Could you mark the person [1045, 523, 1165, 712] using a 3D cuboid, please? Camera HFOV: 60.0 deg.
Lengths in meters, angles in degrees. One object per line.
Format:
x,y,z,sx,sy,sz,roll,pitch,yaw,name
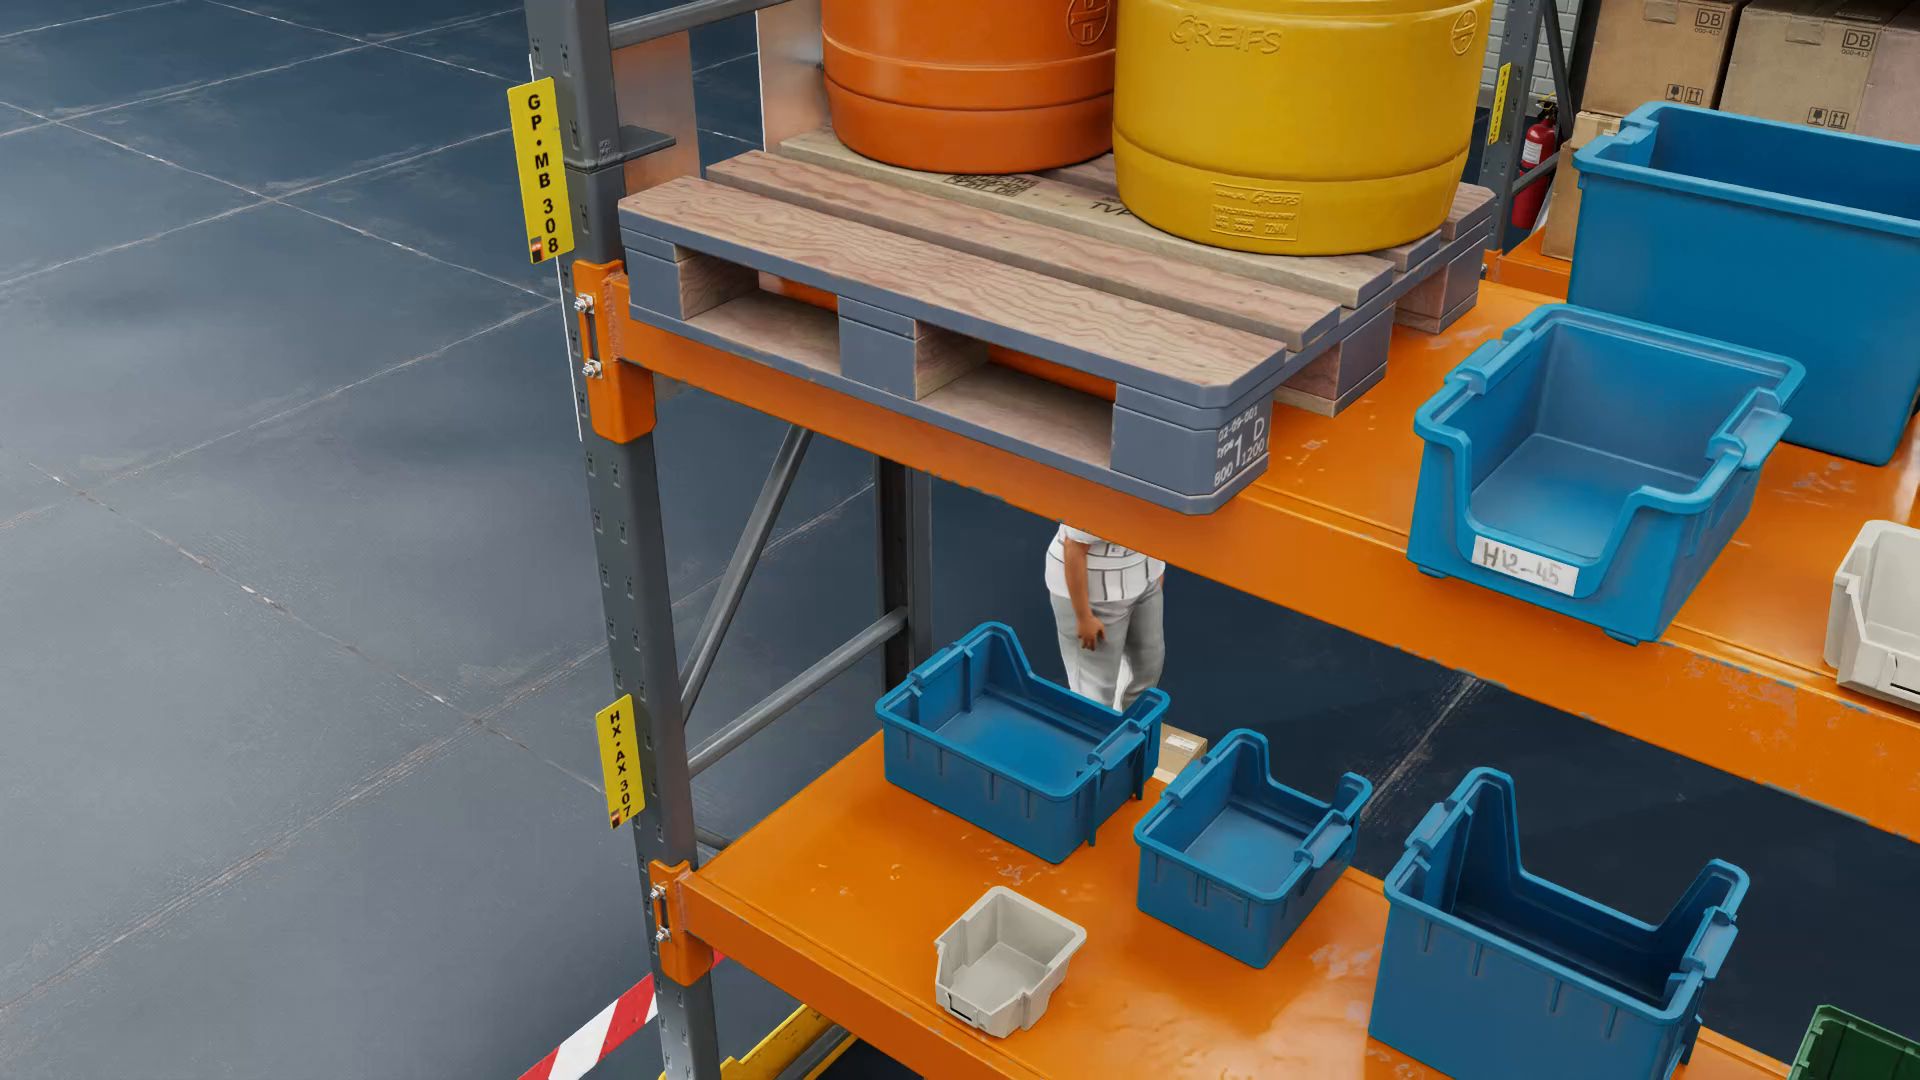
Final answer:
0.554,0.182,5.826,0.473,1.666,0.547,21,37,31,person
